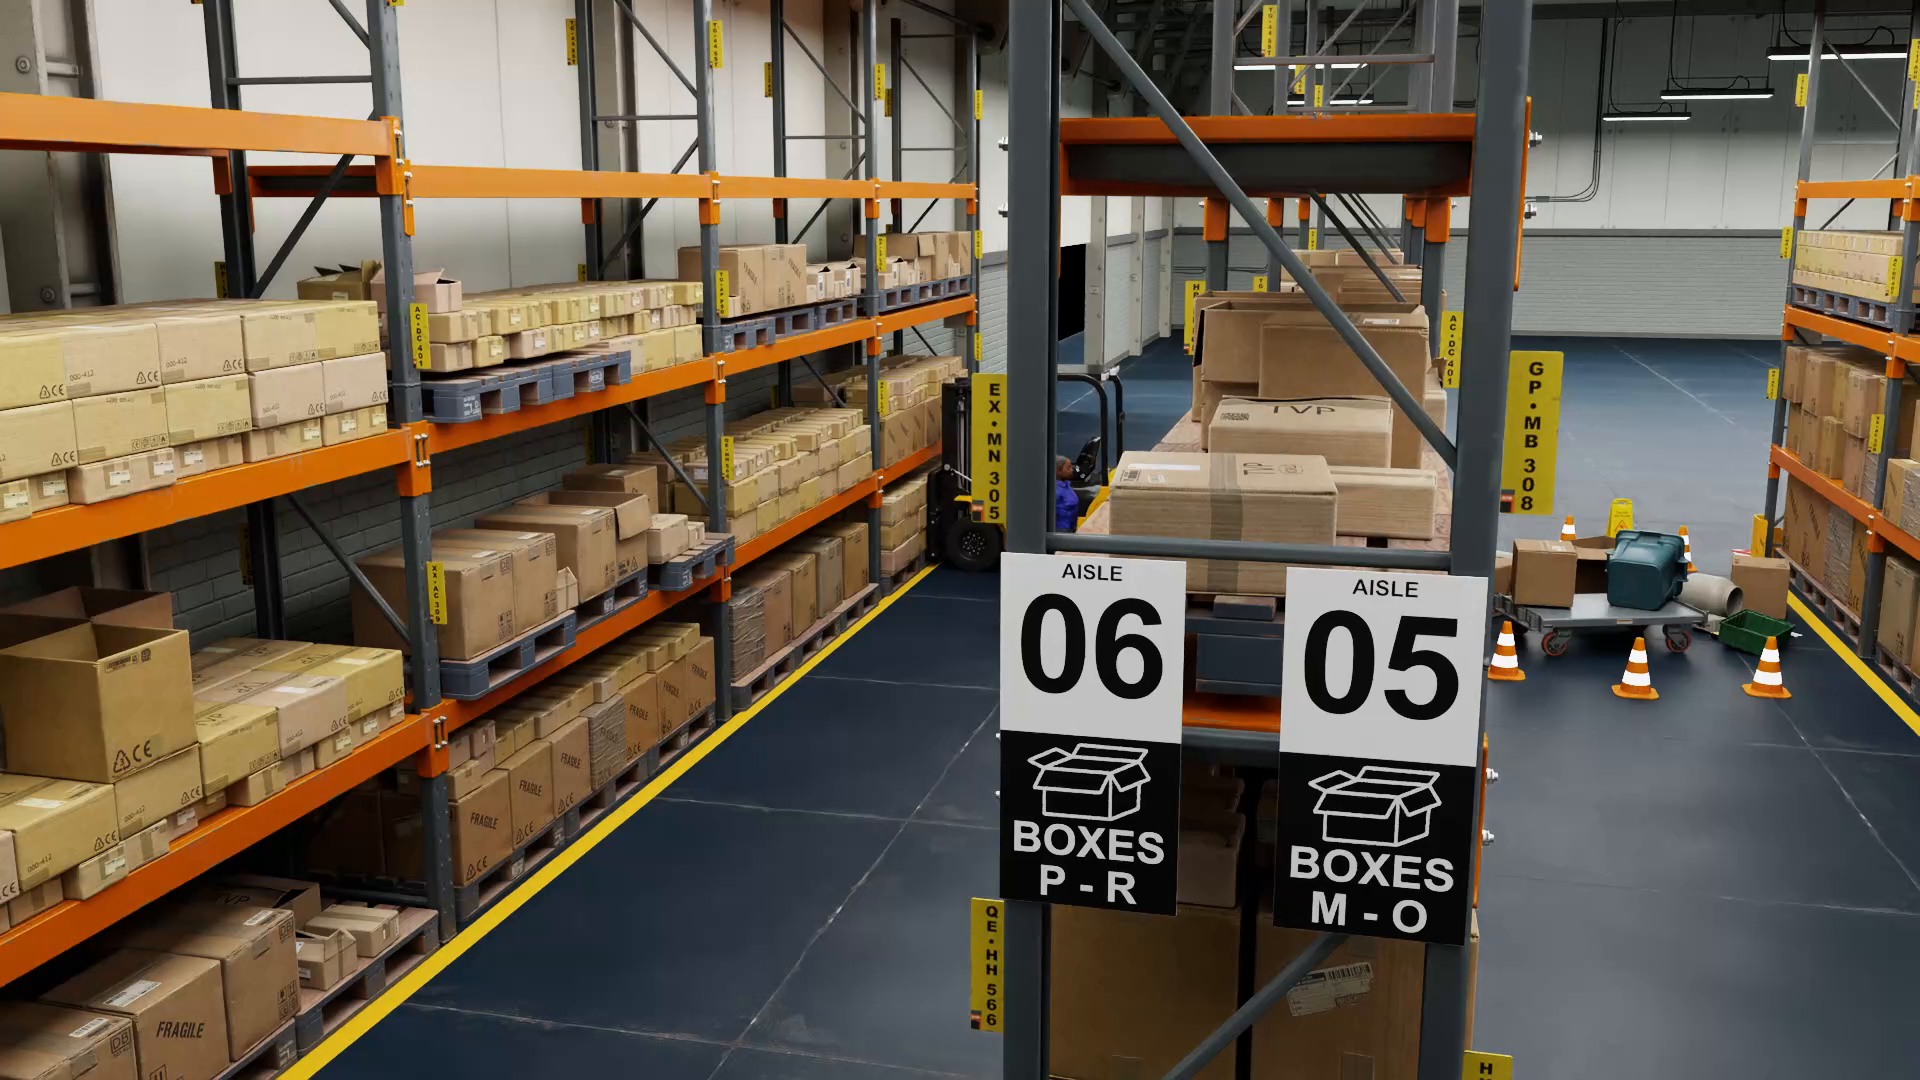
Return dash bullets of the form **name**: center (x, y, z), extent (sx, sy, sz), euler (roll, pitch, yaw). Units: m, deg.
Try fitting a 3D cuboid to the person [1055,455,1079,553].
- **person**: center (0.971, 0.053, 15.089), extent (0.551, 1.655, 0.490), euler (5, 13, 22)
